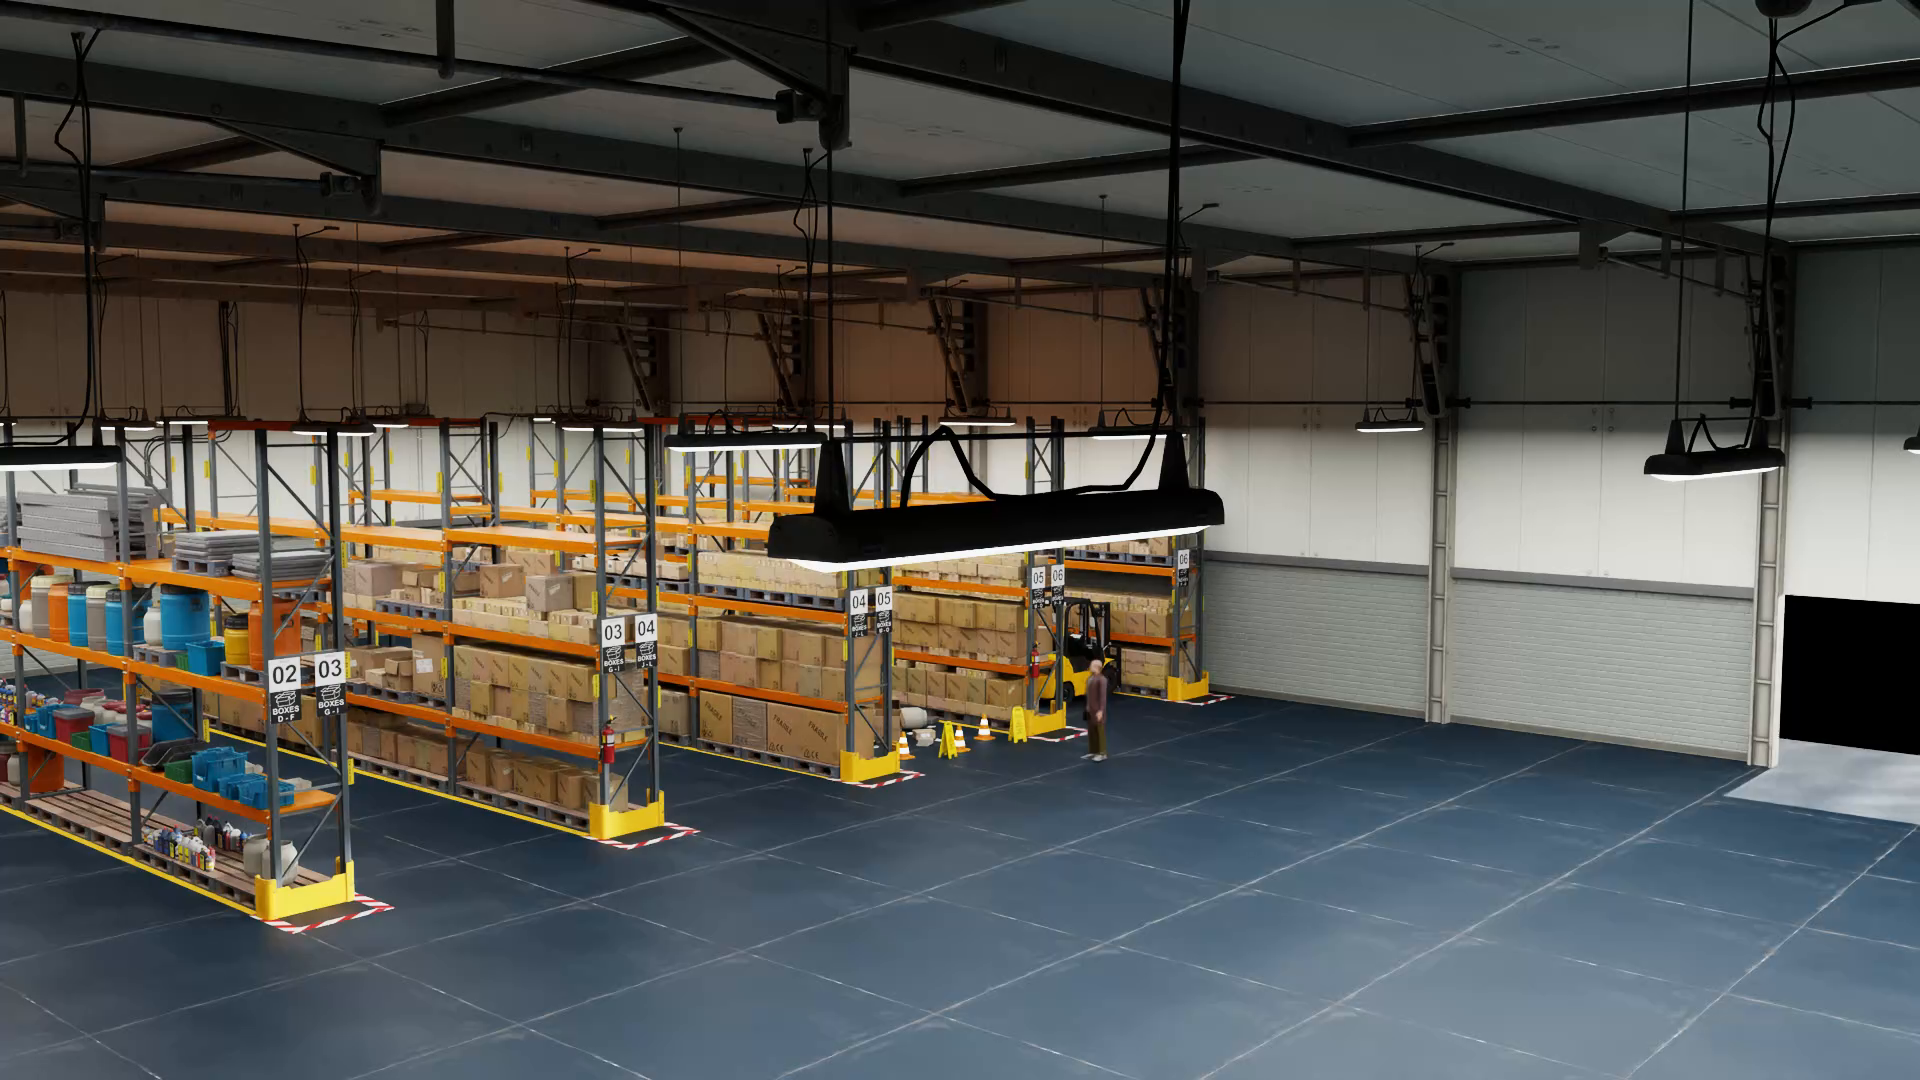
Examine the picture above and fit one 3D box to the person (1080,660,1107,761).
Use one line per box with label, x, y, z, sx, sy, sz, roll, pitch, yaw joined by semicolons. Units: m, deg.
person;2.403;3.012;29.355;0.390;1.810;0.652;-3;5;-29
